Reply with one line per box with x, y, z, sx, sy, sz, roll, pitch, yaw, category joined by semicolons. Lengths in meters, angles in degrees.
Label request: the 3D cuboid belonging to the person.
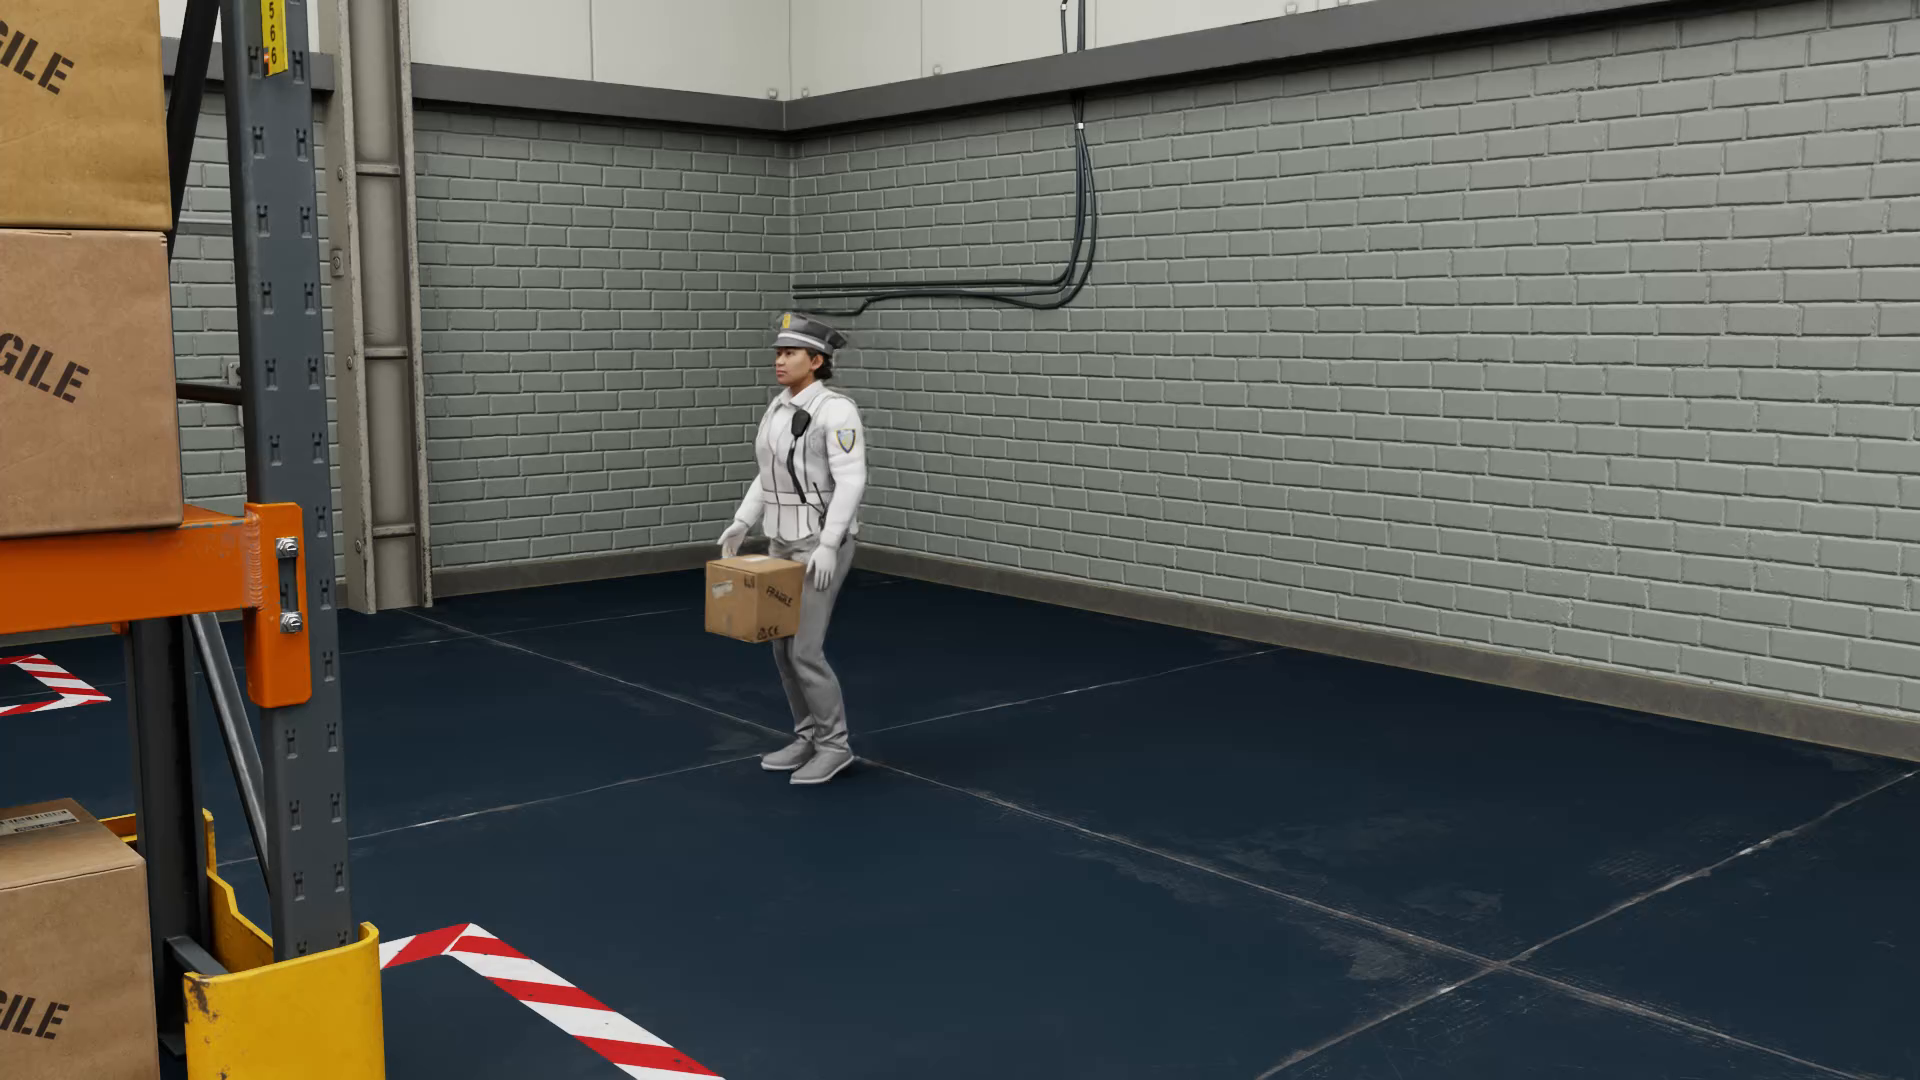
-0.586;0.027;5.991;0.424;1.688;0.578;-6;10;-39;person
